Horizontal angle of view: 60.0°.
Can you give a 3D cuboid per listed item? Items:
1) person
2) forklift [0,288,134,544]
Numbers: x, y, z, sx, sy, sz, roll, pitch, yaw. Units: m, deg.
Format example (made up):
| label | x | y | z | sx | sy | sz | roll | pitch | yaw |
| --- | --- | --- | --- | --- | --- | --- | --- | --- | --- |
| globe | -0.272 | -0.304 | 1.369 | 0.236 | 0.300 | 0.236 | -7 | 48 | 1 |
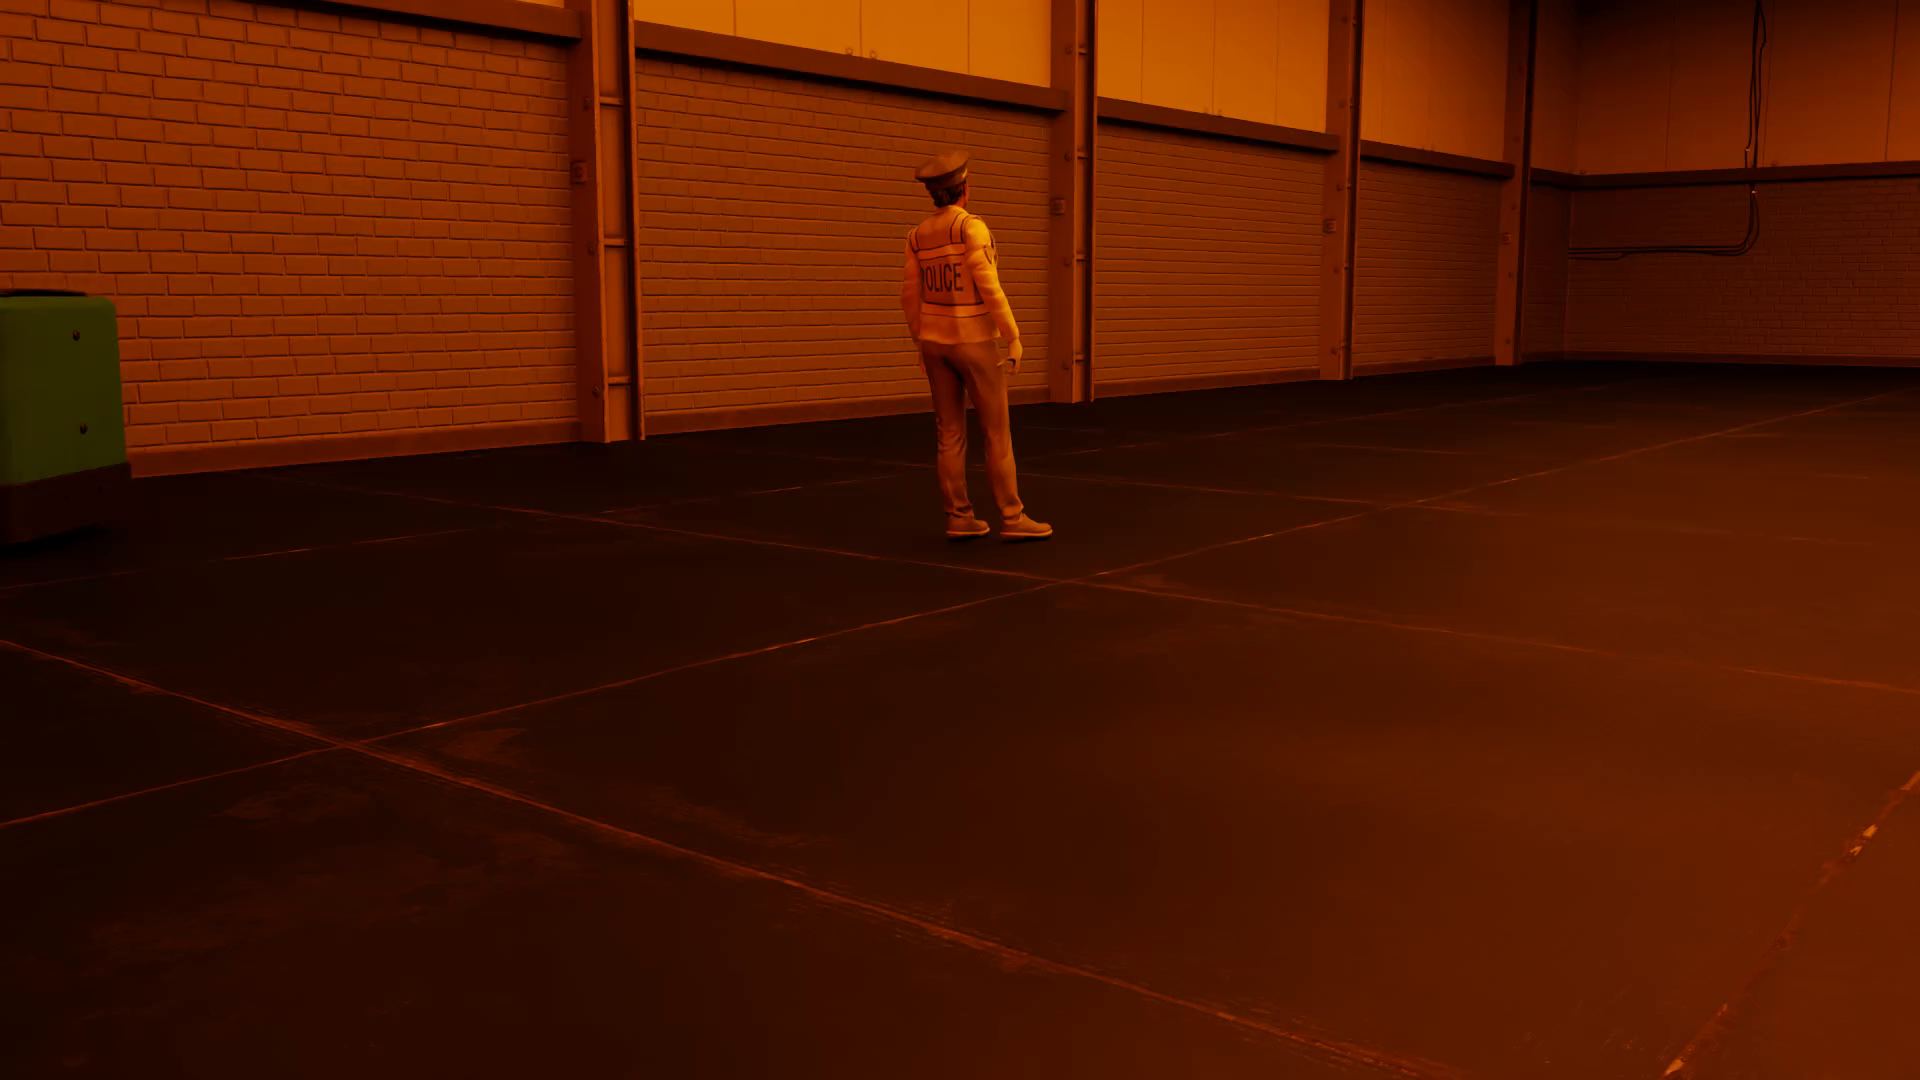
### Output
| label | x | y | z | sx | sy | sz | roll | pitch | yaw |
| --- | --- | --- | --- | --- | --- | --- | --- | --- | --- |
| person | 0.049 | -0.853 | 7.330 | 0.586 | 1.694 | 0.530 | 7 | 11 | 38 |
| forklift | -5.357 | -1.436 | 7.095 | 3.031 | 2.935 | 1.130 | 0 | 8 | -1 |
